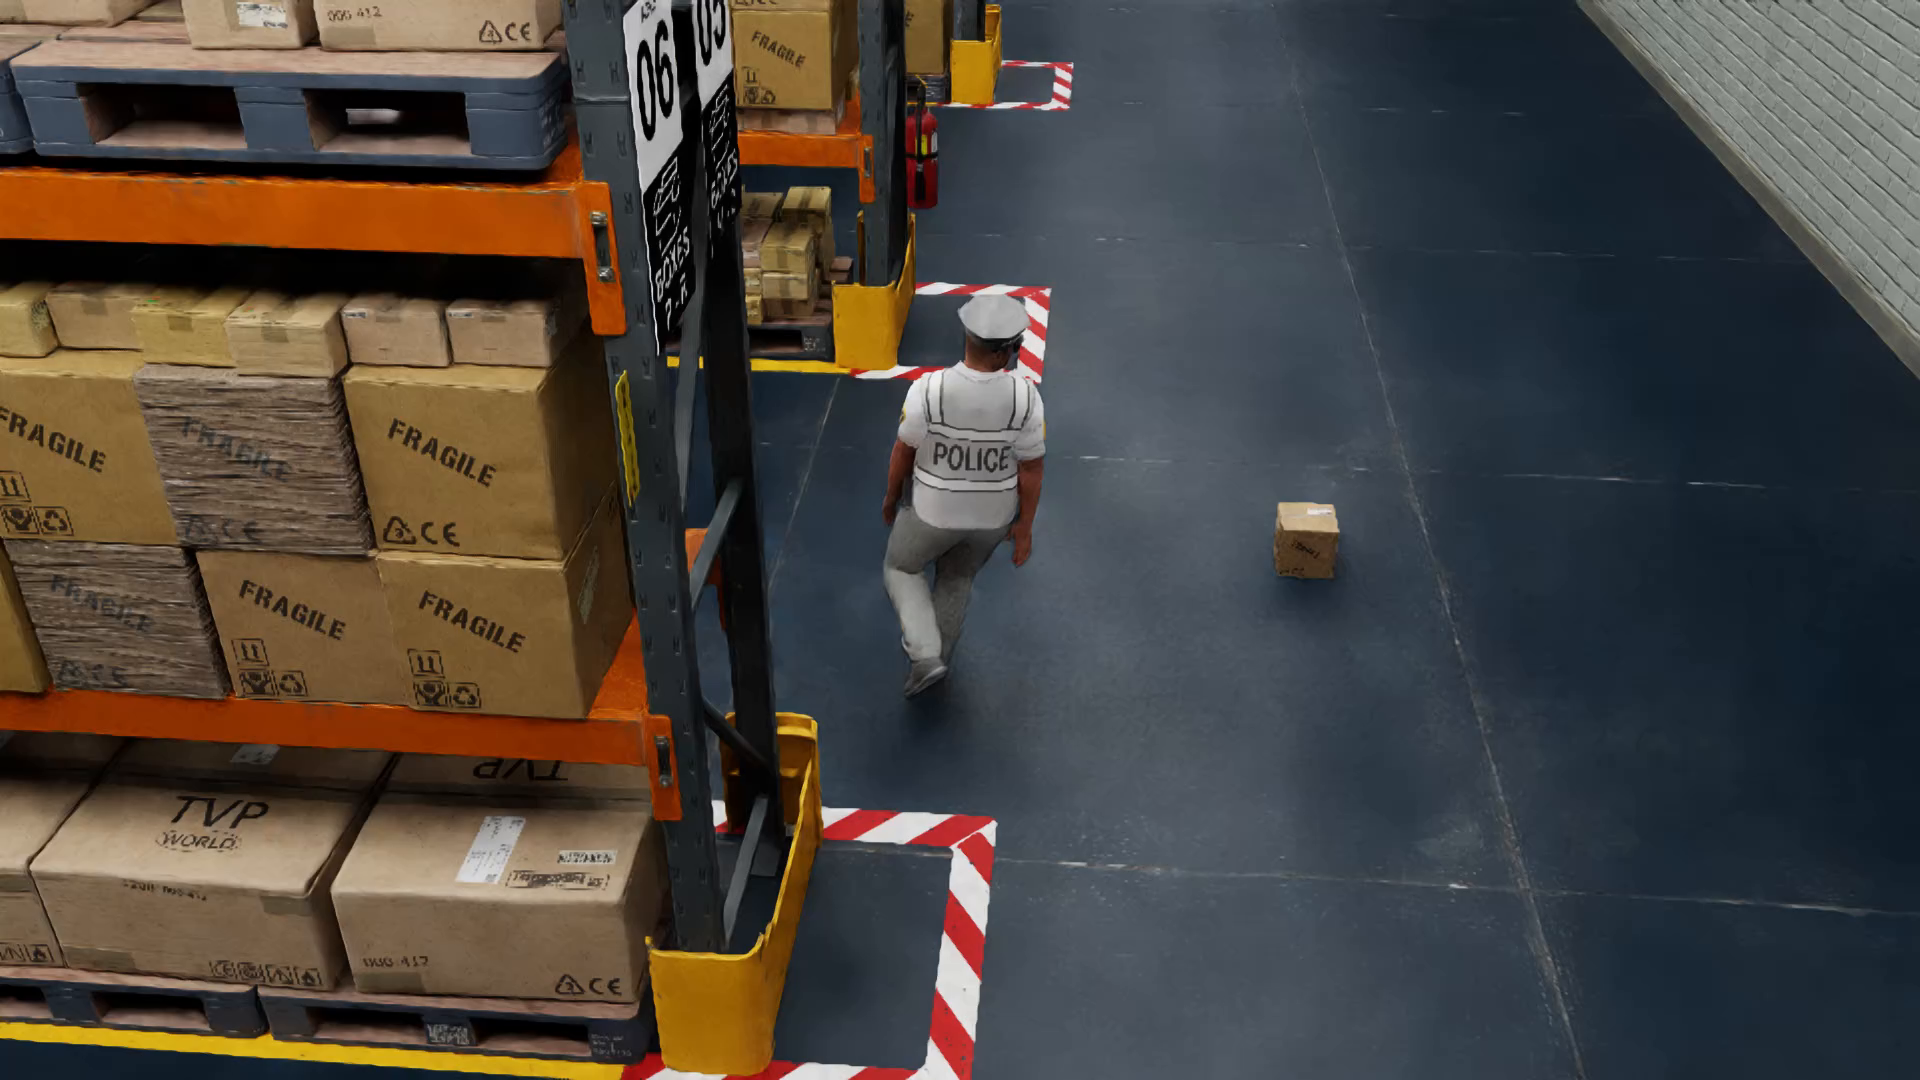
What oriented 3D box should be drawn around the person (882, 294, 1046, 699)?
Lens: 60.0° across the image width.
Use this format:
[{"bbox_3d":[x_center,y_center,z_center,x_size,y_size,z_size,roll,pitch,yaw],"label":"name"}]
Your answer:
[{"bbox_3d":[0.000,-0.149,6.404,0.595,1.701,0.655,-5,32,-8],"label":"person"}]
